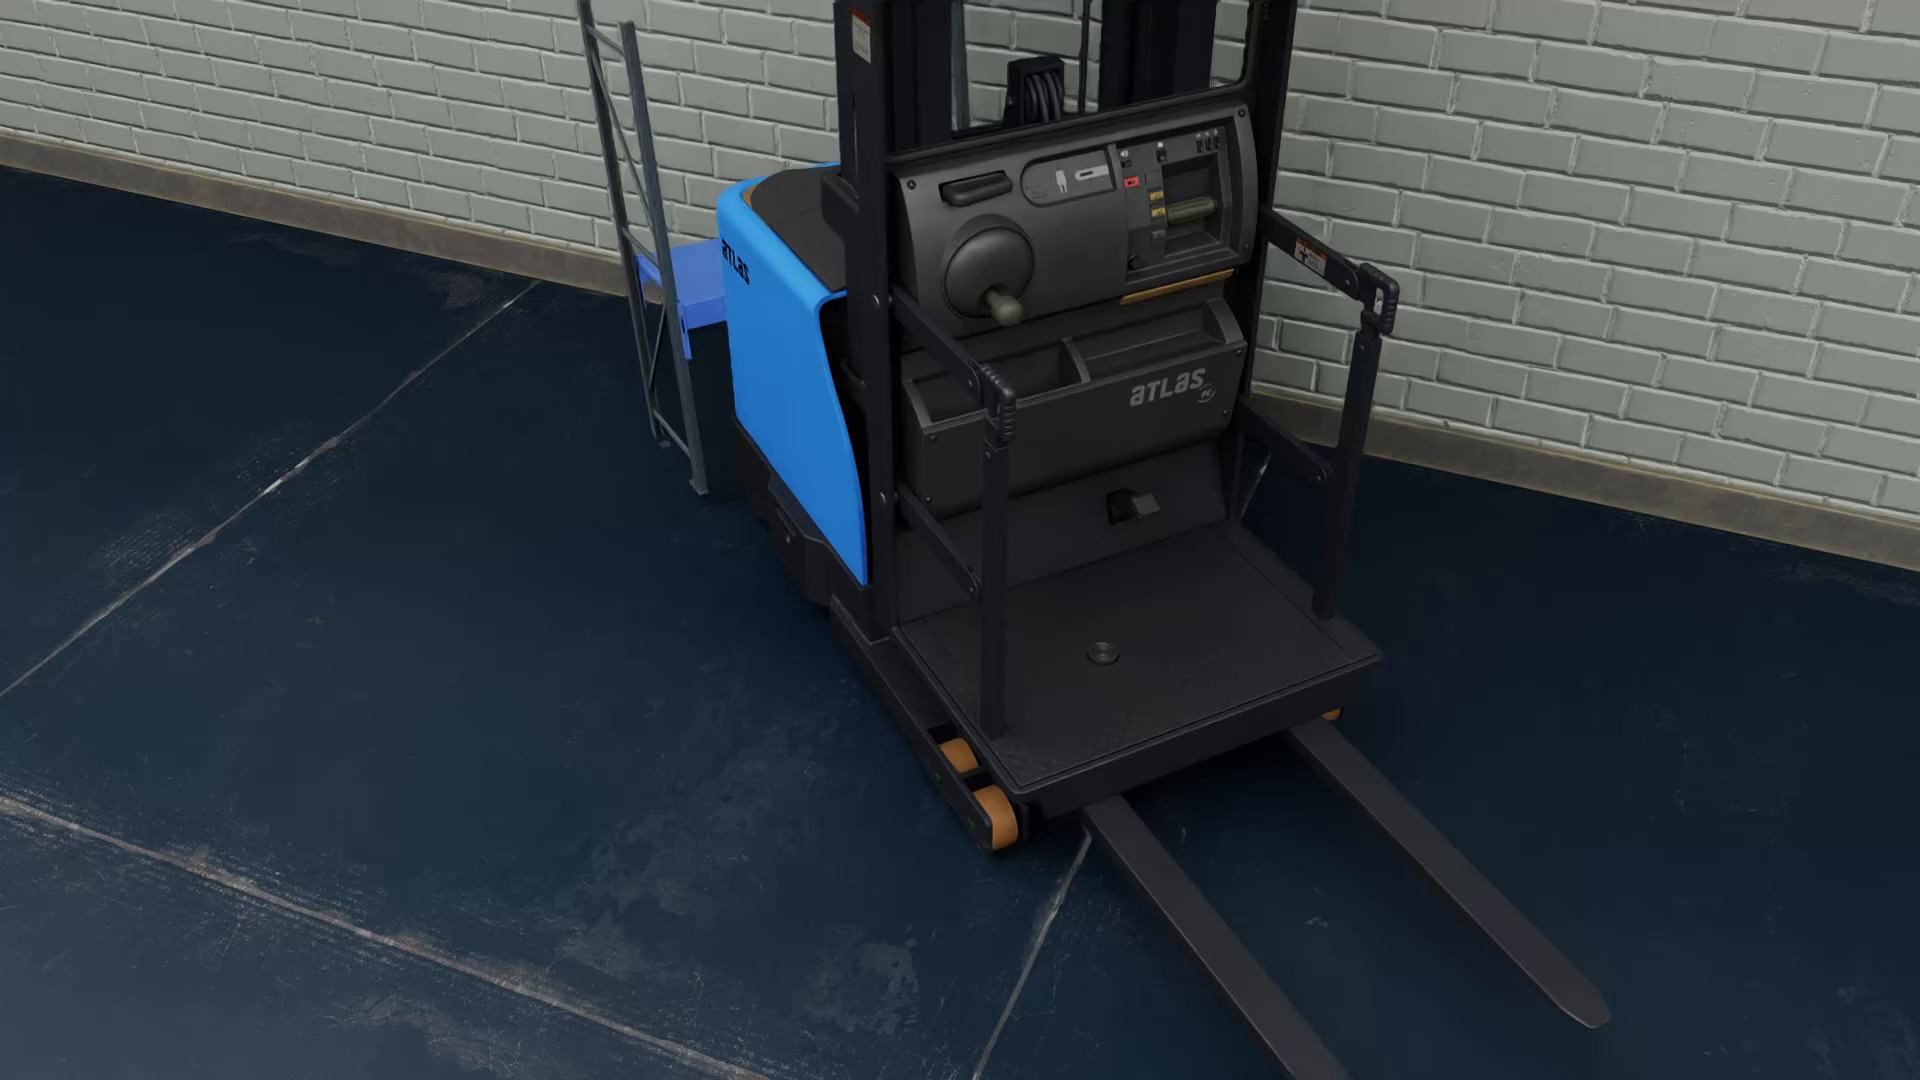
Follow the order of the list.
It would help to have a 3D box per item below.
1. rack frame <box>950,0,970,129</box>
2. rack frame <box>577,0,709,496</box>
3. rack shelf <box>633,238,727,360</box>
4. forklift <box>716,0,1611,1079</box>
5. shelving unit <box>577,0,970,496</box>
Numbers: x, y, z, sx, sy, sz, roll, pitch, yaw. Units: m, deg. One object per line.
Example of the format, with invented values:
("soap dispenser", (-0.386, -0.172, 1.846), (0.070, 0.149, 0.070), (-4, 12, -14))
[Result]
("rack frame", (-0.079, -1.180, 5.551), (0.032, 1.500, 0.500), (-17, 33, -21))
("rack frame", (-0.984, -0.897, 5.184), (0.032, 1.500, 0.500), (-17, 33, -21))
("rack shelf", (-0.521, -0.884, 5.459), (1.000, 0.185, 0.538), (-17, 33, -21))
("forklift", (0.394, -0.696, 3.733), (1.130, 2.935, 3.031), (-17, 40, -21))
("shelving unit", (-0.532, -1.038, 5.367), (1.048, 1.500, 0.538), (-17, 33, -21))
